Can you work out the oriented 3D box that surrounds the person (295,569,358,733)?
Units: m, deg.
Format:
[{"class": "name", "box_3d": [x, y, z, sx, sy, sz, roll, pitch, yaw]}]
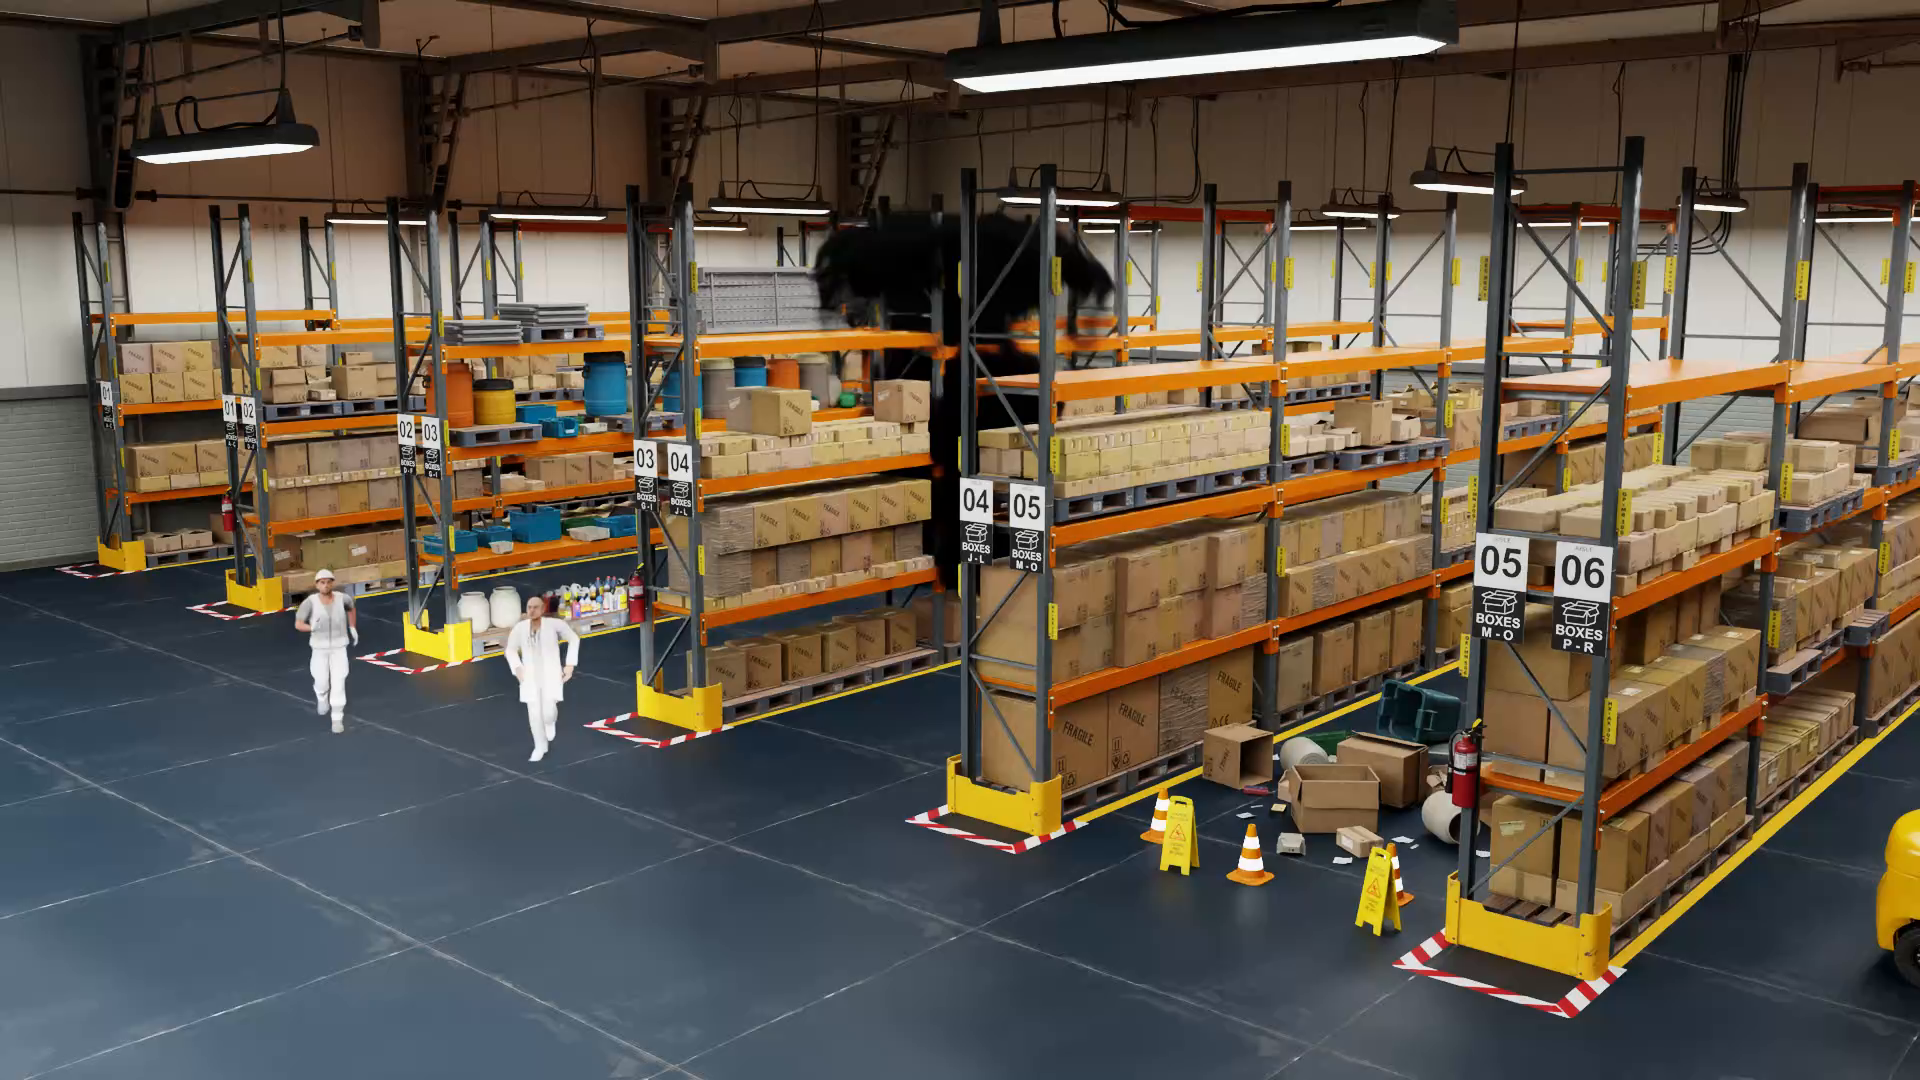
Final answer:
[{"class": "person", "box_3d": [-7.062, 1.194, 18.579, 0.665, 1.773, 0.941, -5, 10, -25]}]

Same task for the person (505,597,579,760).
[{"class": "person", "box_3d": [-4.377, 1.487, 17.423, 0.742, 1.660, 0.702, 0, 9, -2]}]
